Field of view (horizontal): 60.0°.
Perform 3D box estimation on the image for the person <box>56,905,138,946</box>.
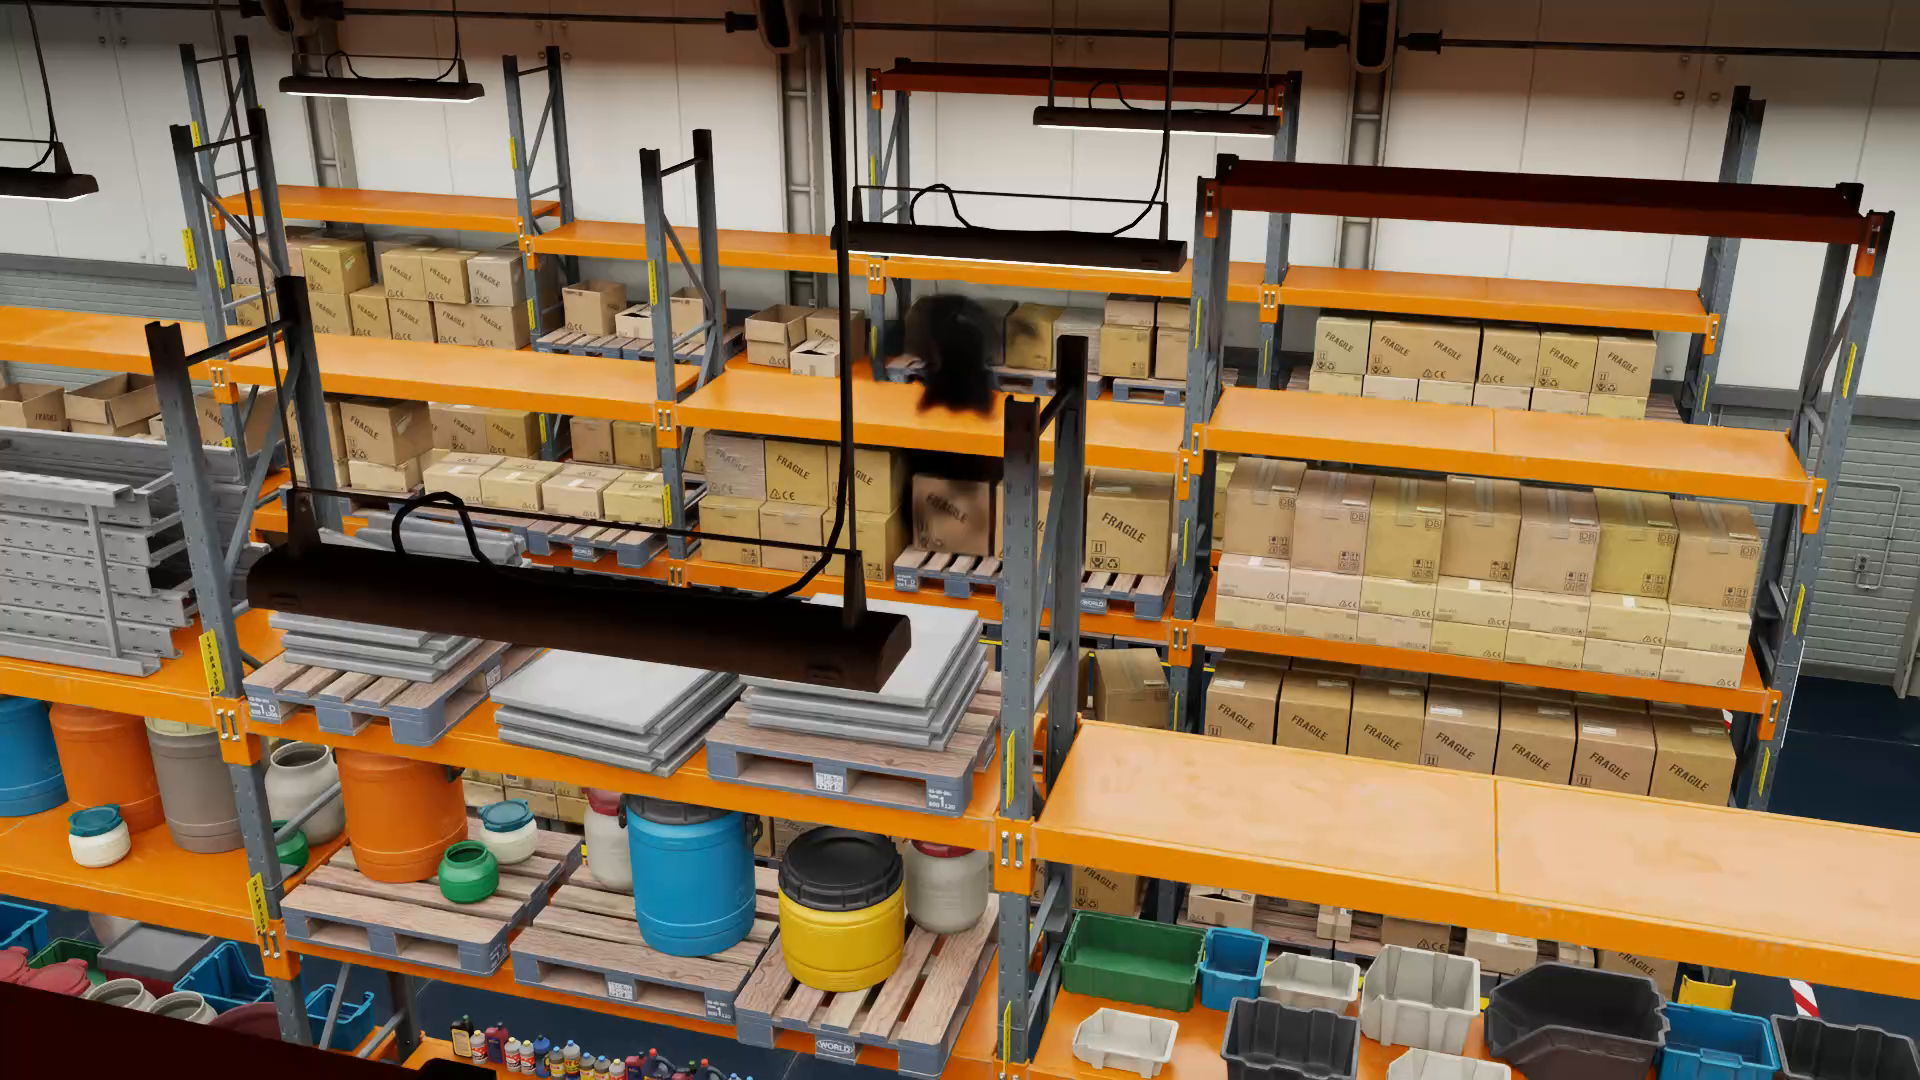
[{"bbox_3d":[-6.007,2.738,11.920,0.745,1.731,0.925,-12,25,-27],"label":"person"}]
